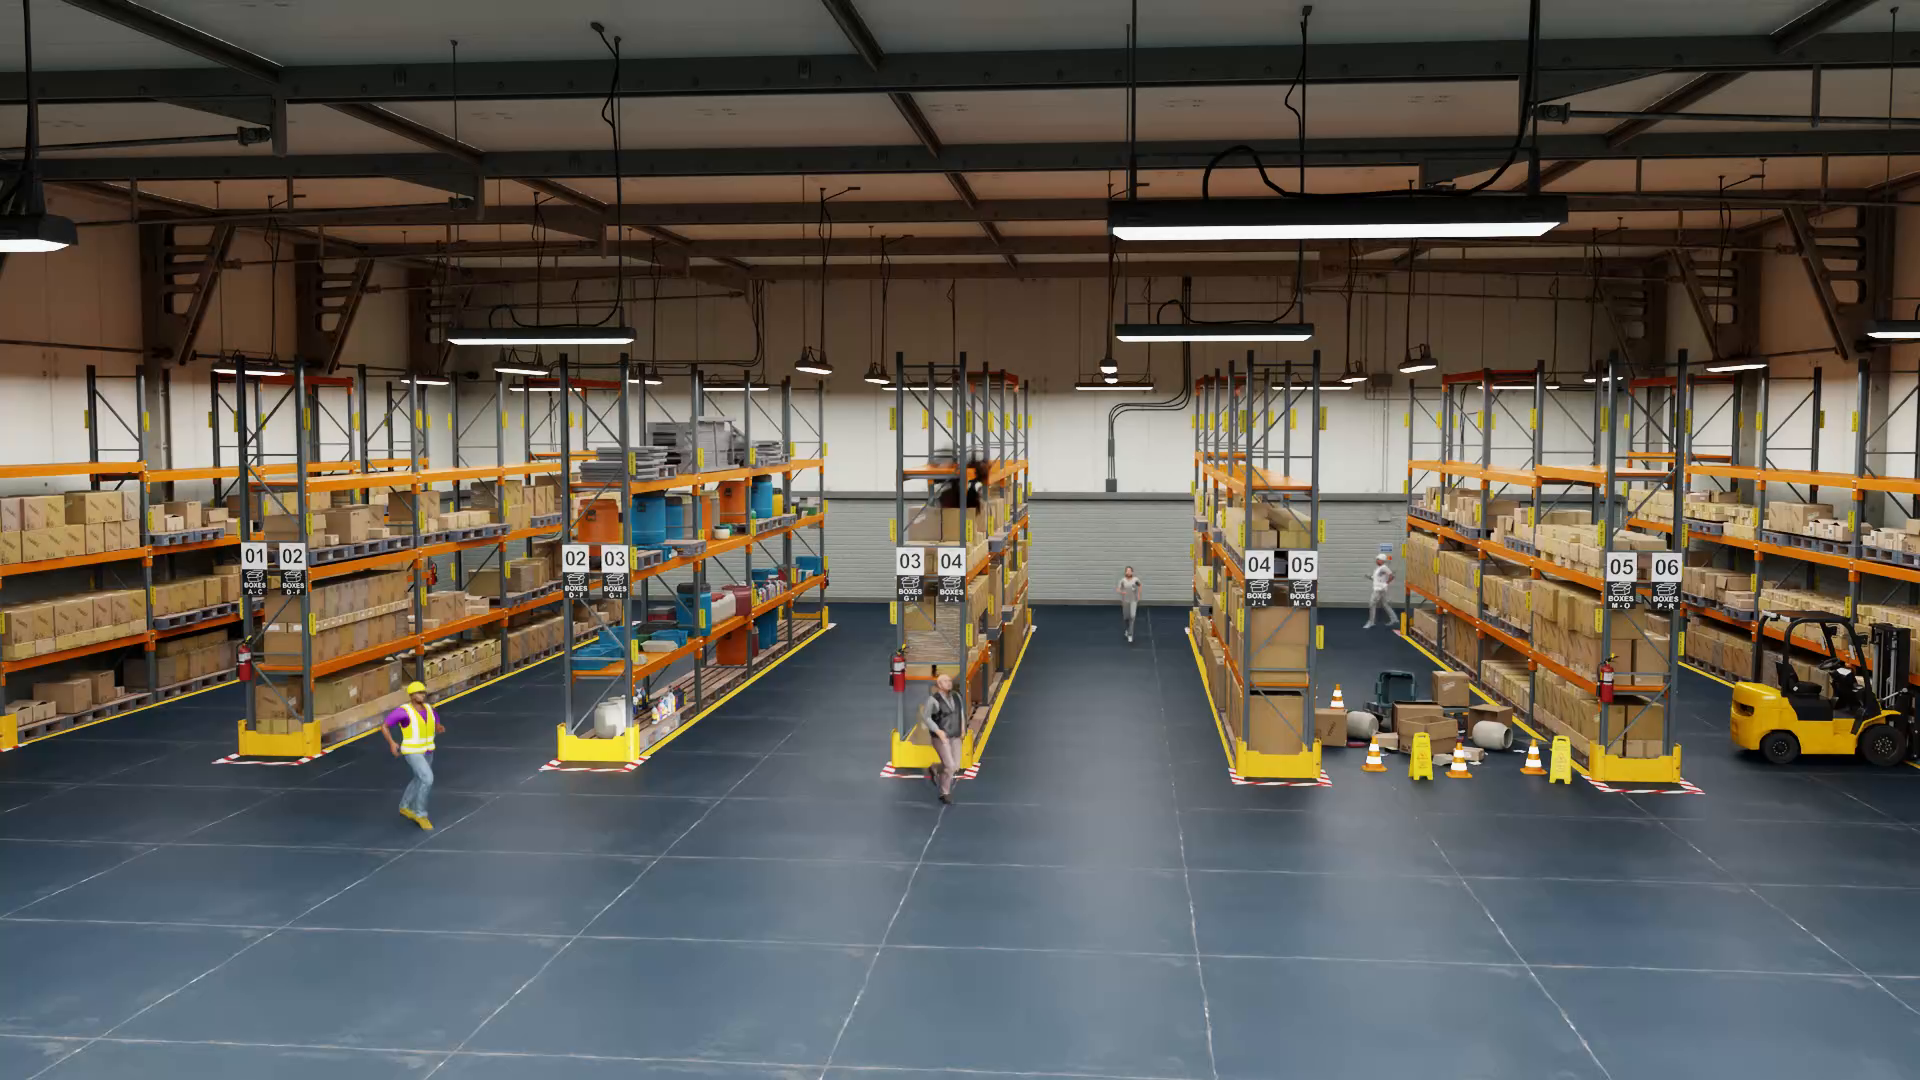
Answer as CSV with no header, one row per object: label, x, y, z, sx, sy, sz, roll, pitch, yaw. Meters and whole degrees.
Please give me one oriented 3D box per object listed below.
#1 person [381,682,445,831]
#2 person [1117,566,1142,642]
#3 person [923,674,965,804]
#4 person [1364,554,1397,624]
person,-6.700,2.662,20.572,0.764,1.830,0.670,2,4,25
person,3.886,1.451,38.200,0.575,1.698,0.914,1,4,9
person,-0.227,2.606,21.999,0.664,1.700,0.666,-3,5,-36
person,10.175,1.176,40.175,0.794,1.696,0.669,1,4,12
